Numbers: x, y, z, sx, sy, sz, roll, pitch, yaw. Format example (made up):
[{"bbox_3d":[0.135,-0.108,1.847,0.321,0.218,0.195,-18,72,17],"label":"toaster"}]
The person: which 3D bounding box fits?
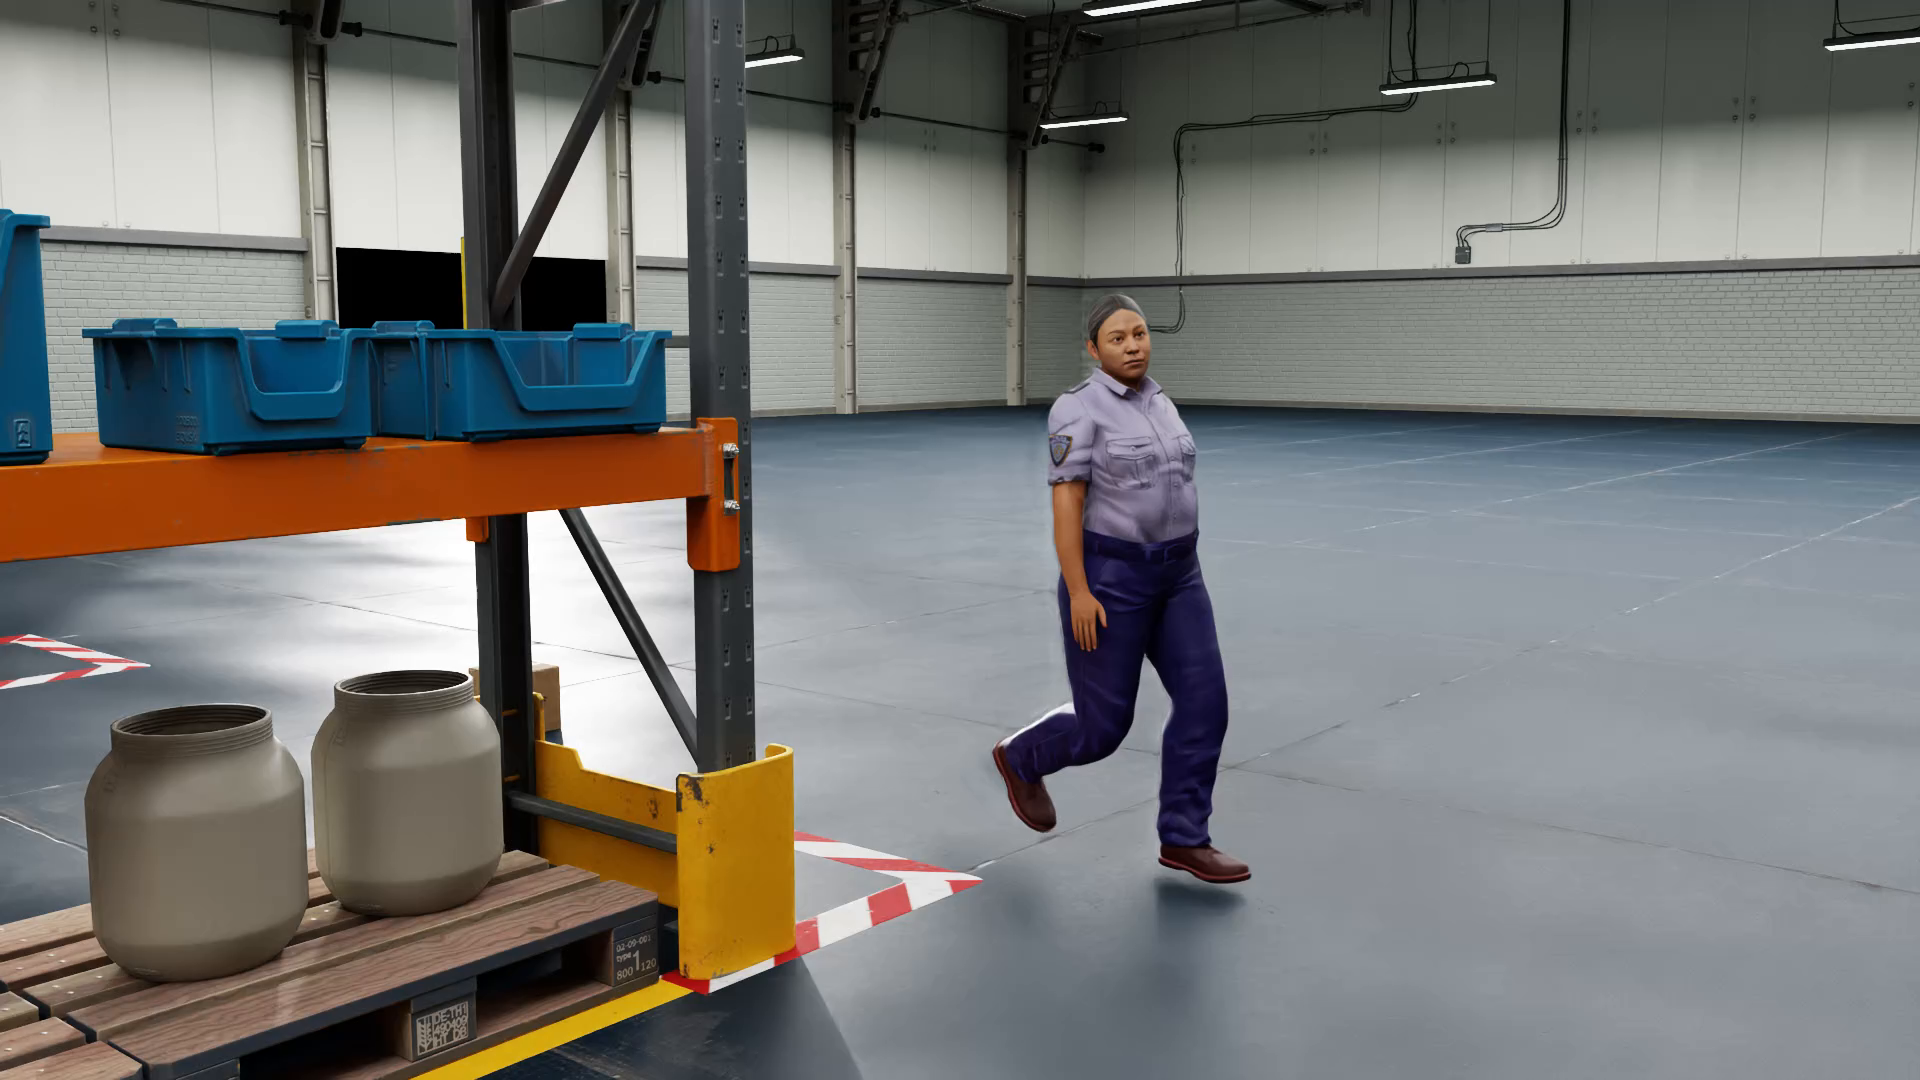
[{"bbox_3d":[0.440,0.128,4.656,0.490,1.596,0.776,-6,9,-41],"label":"person"}]
